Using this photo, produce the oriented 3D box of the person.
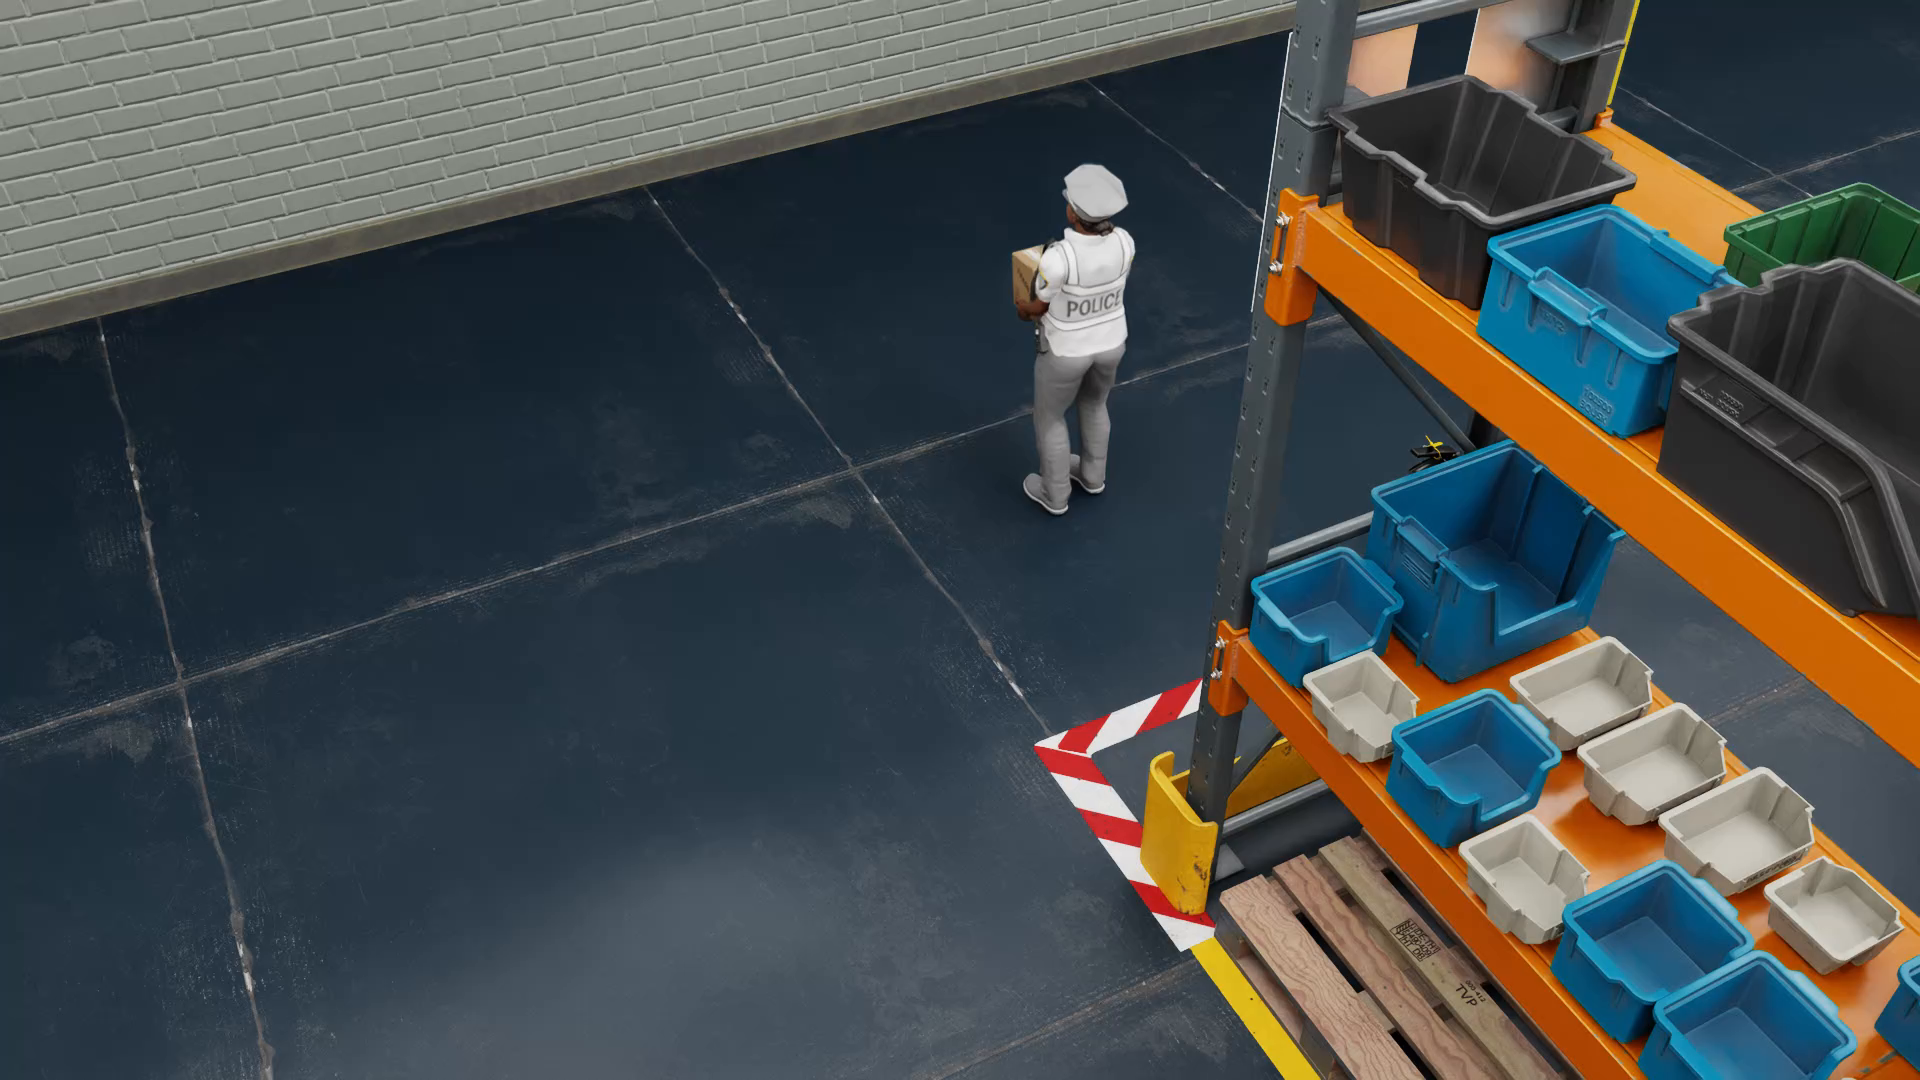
[{"bbox_3d":[0.479,-0.883,7.140,0.451,1.689,0.527,-18,45,-19],"label":"person"}]
